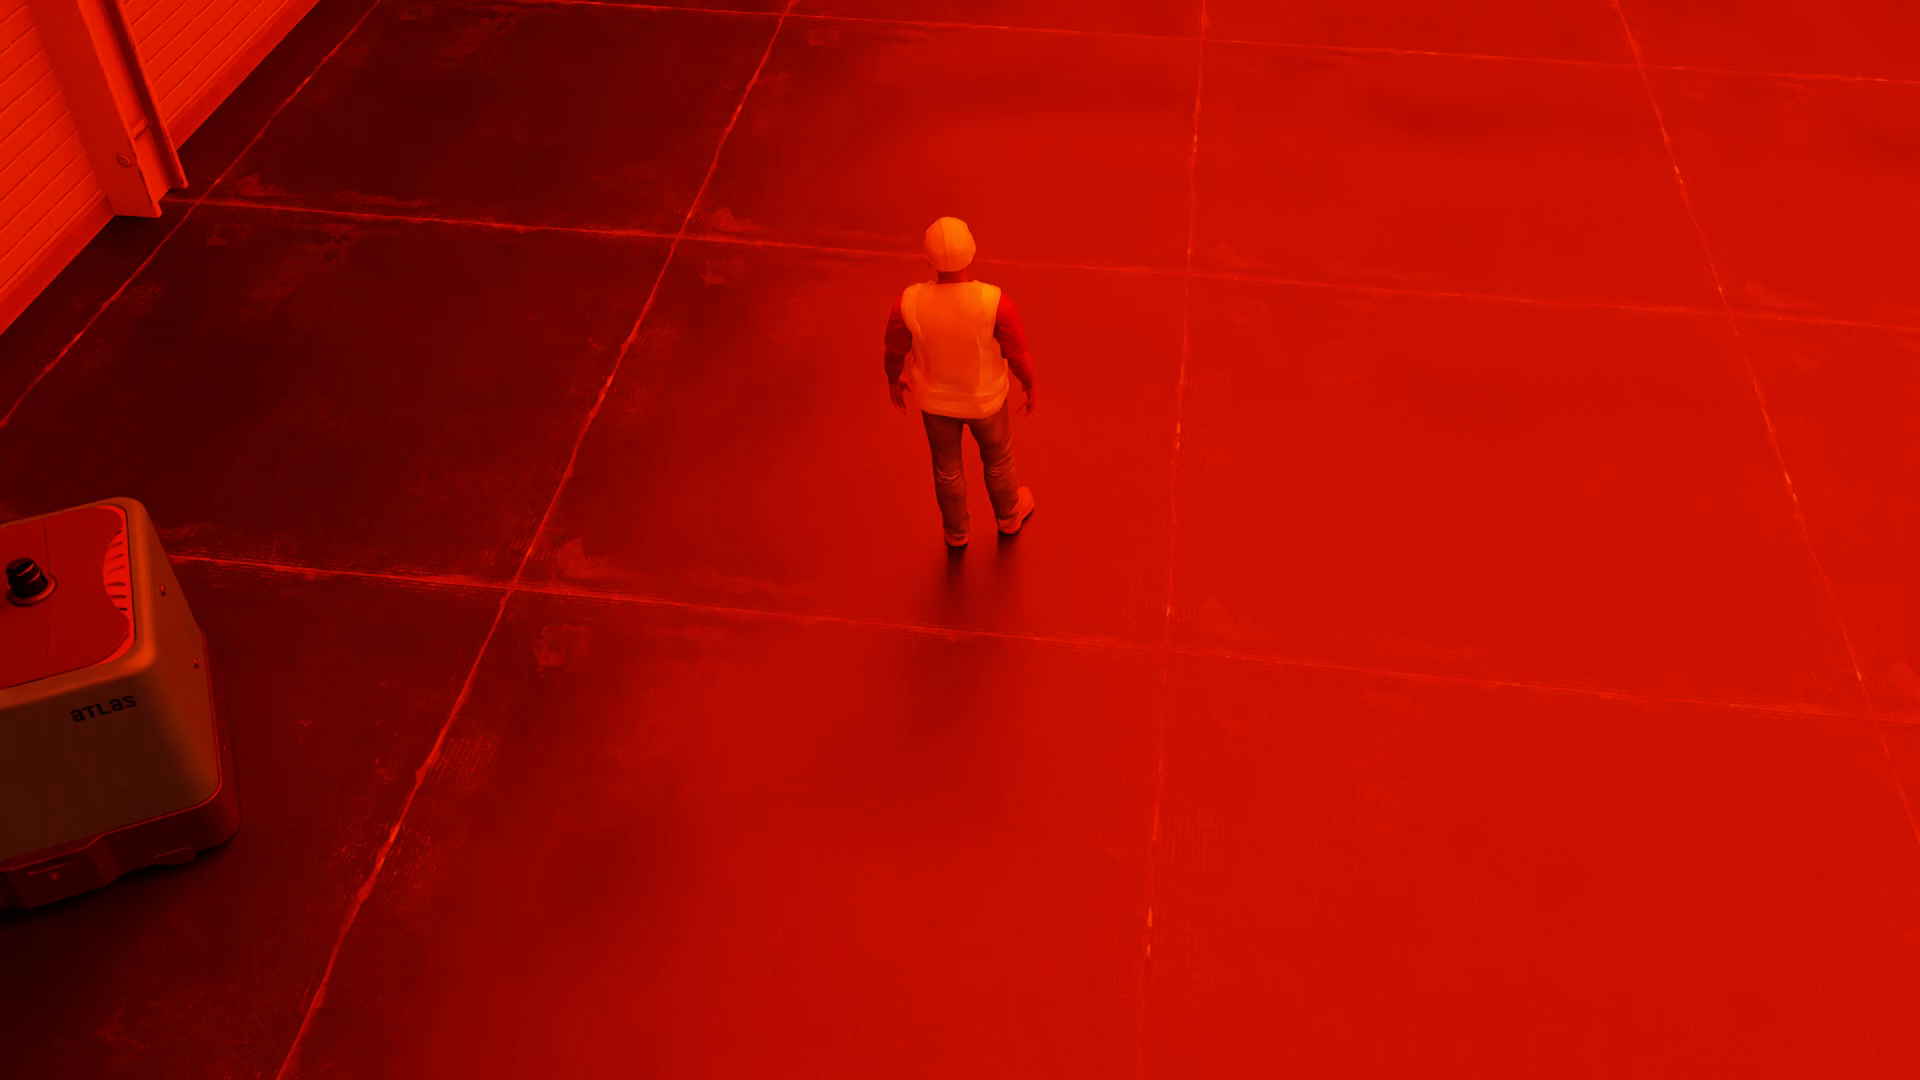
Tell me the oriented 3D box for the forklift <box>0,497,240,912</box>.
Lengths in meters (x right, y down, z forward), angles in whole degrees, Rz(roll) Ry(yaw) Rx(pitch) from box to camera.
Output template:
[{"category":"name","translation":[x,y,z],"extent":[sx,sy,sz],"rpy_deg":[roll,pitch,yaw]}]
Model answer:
[{"category":"forklift","translation":[-4.411,0.209,5.497],"extent":[3.031,2.935,1.130],"rpy_deg":[-16,45,-17]}]

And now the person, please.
[{"category":"person","translation":[0.015,-0.702,7.339],"extent":[0.665,1.768,0.575],"rpy_deg":[5,43,6]}]
